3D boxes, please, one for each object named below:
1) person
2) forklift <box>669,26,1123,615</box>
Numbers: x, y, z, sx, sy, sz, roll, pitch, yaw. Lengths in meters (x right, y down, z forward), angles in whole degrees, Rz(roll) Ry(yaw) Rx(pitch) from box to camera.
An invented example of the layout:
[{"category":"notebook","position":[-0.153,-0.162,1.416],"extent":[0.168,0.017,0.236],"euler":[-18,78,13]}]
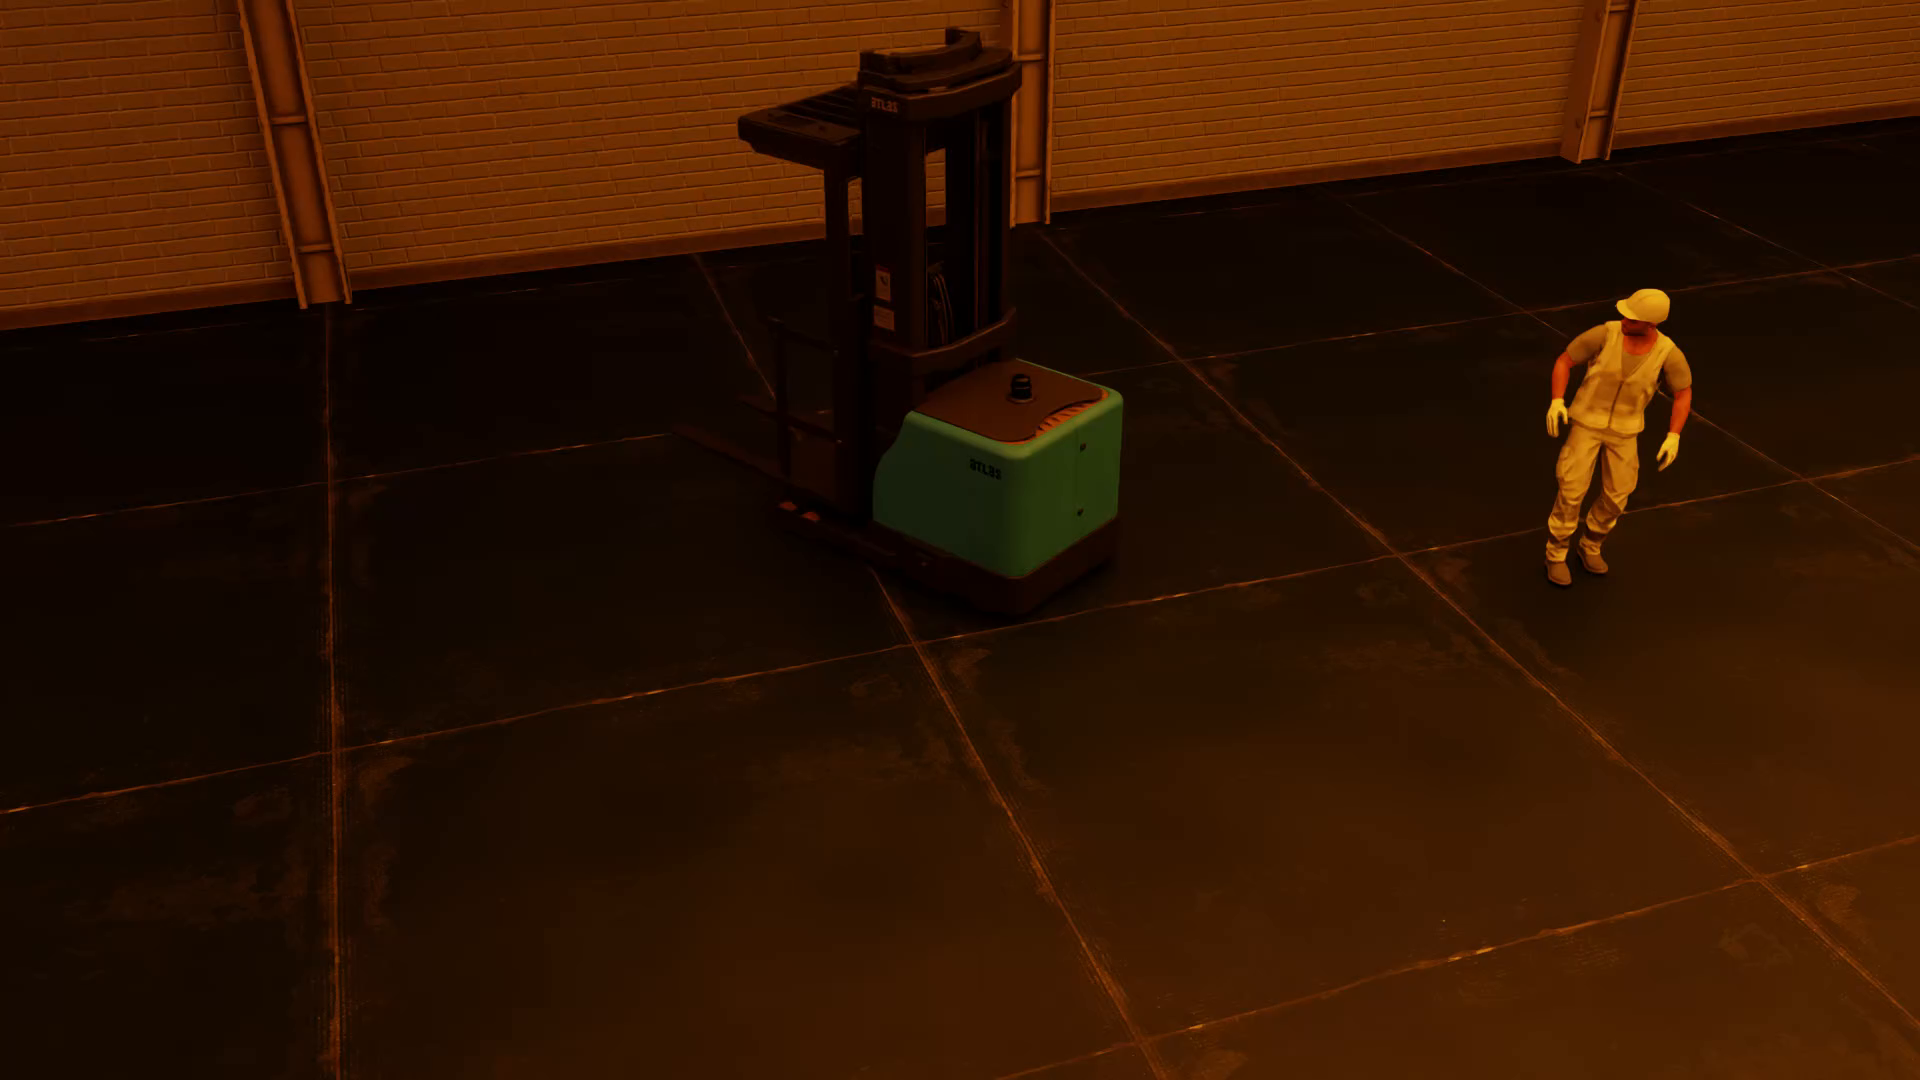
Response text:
[{"category":"person","position":[3.645,-0.581,9.280],"extent":[0.745,1.754,0.506],"euler":[6,30,11]},{"category":"forklift","position":[-0.526,-1.454,9.614],"extent":[3.031,2.935,1.130],"euler":[22,37,34]}]
